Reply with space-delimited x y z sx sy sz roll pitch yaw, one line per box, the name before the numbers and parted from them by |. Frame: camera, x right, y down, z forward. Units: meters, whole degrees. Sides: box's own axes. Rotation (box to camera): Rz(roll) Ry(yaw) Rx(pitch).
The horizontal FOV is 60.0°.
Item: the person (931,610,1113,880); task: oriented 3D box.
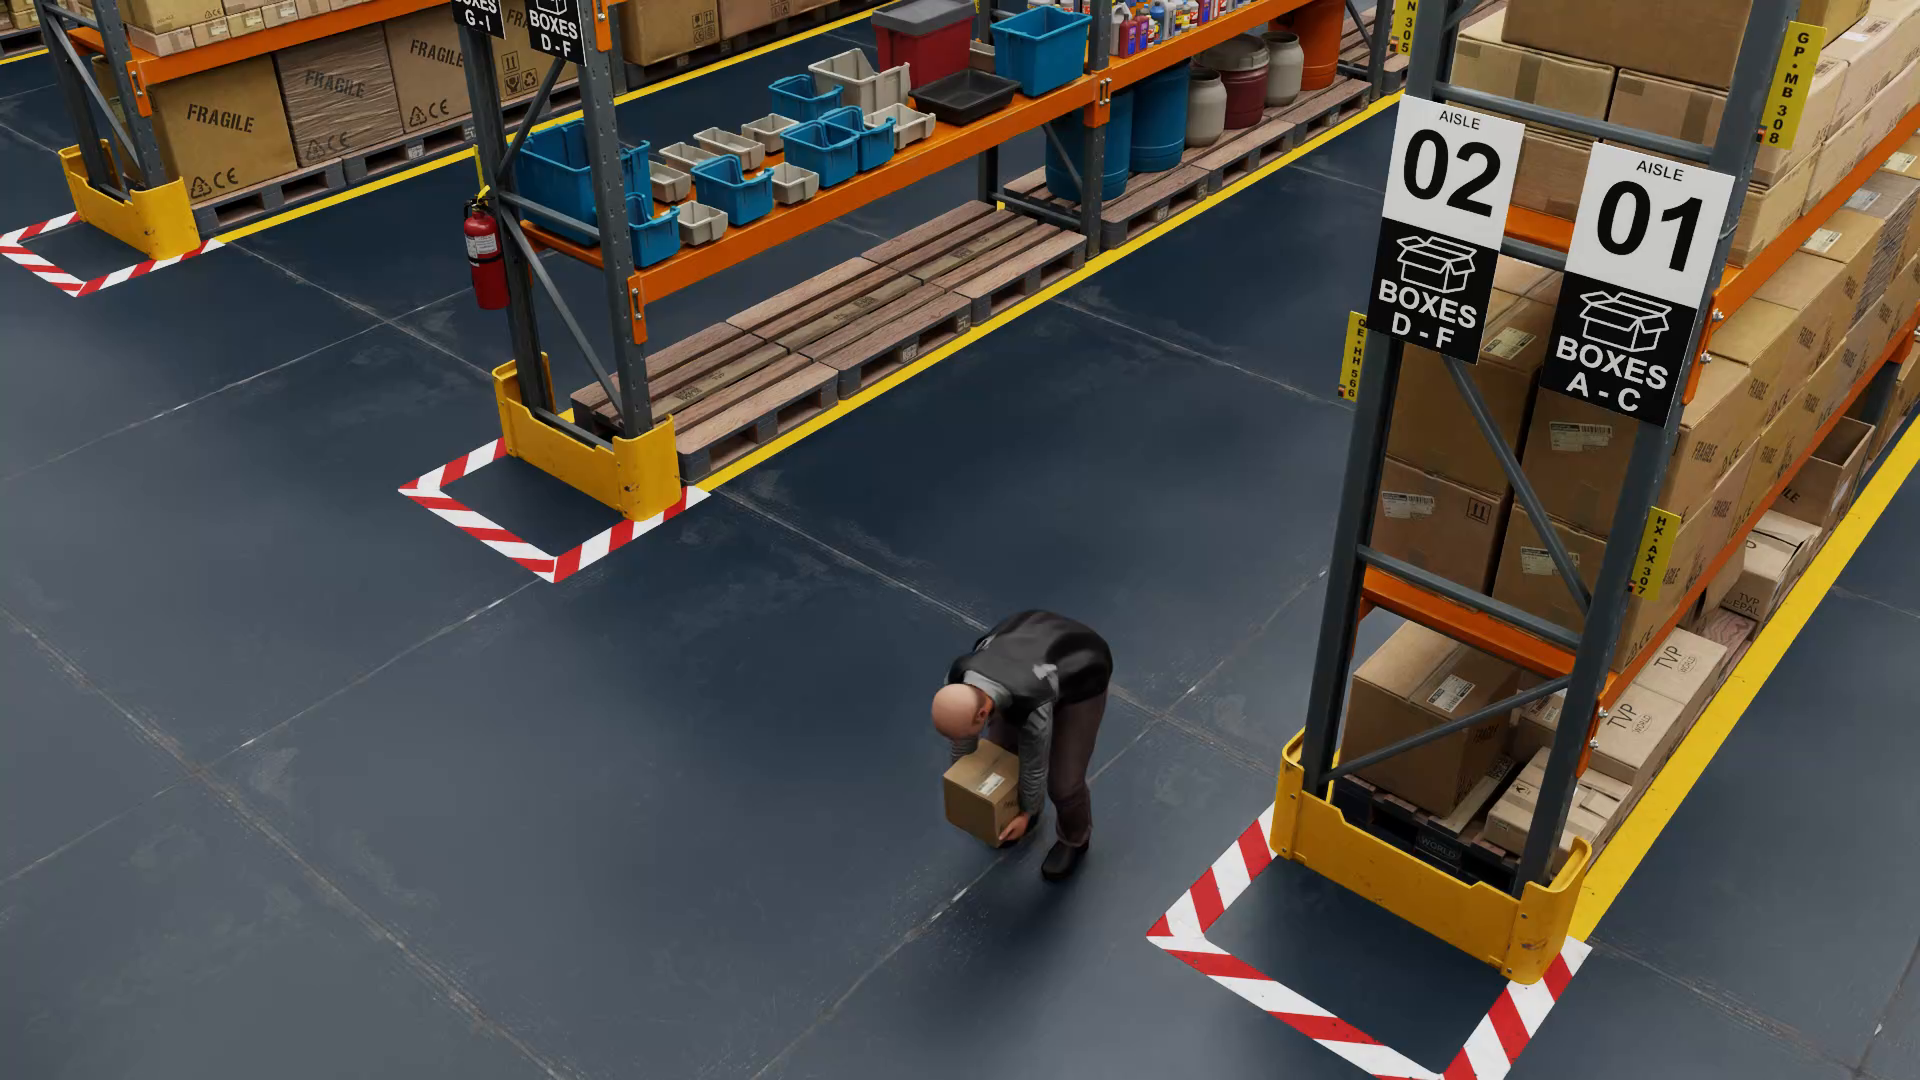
person | 0.206 0.853 6.382 0.457 1.220 0.936 22 41 29
